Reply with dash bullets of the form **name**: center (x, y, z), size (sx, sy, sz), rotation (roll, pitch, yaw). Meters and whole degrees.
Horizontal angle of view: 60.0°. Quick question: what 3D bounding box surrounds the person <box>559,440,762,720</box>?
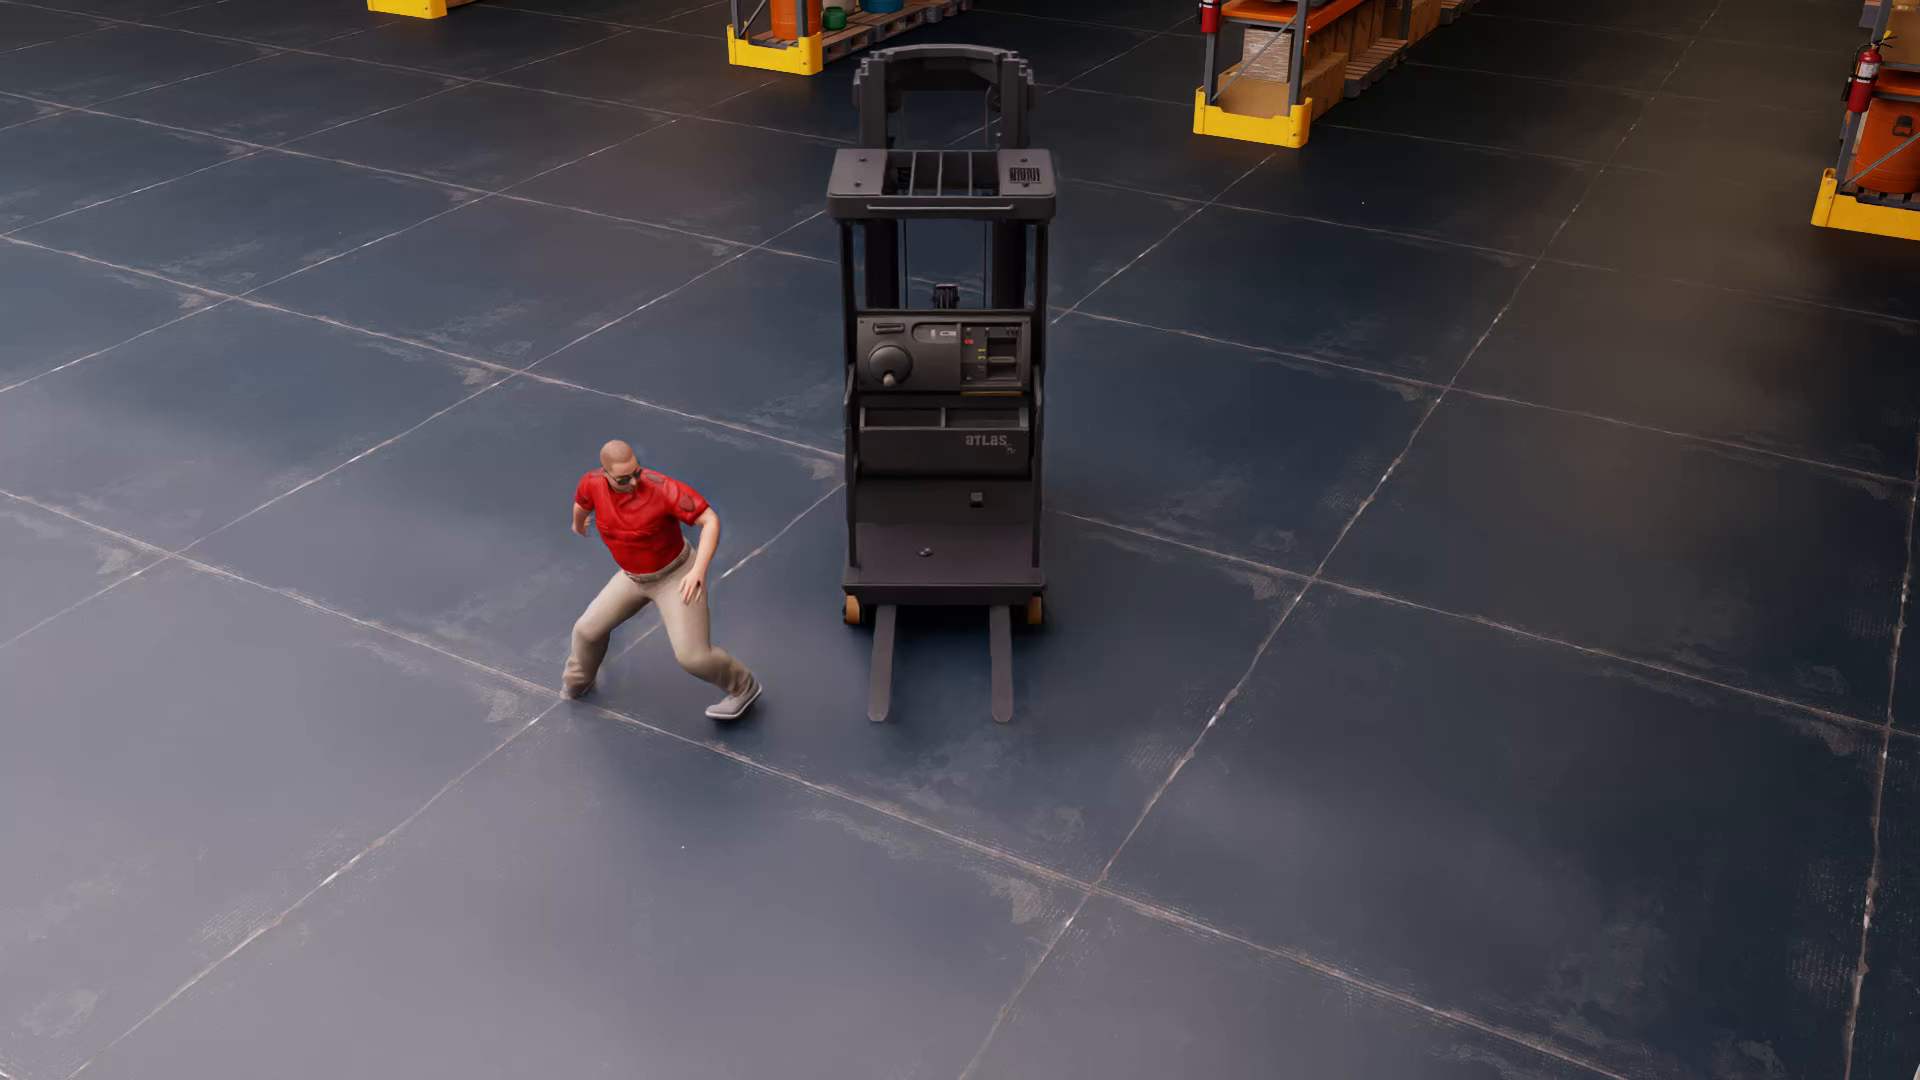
- **person**: center (-1.581, 0.225, 8.184), size (1.109, 1.703, 0.578), rotation (15, 33, 25)

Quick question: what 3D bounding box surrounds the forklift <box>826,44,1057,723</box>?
- **forklift**: center (-0.085, -0.955, 8.725), size (1.130, 2.935, 3.031), rotation (0, 30, 0)
